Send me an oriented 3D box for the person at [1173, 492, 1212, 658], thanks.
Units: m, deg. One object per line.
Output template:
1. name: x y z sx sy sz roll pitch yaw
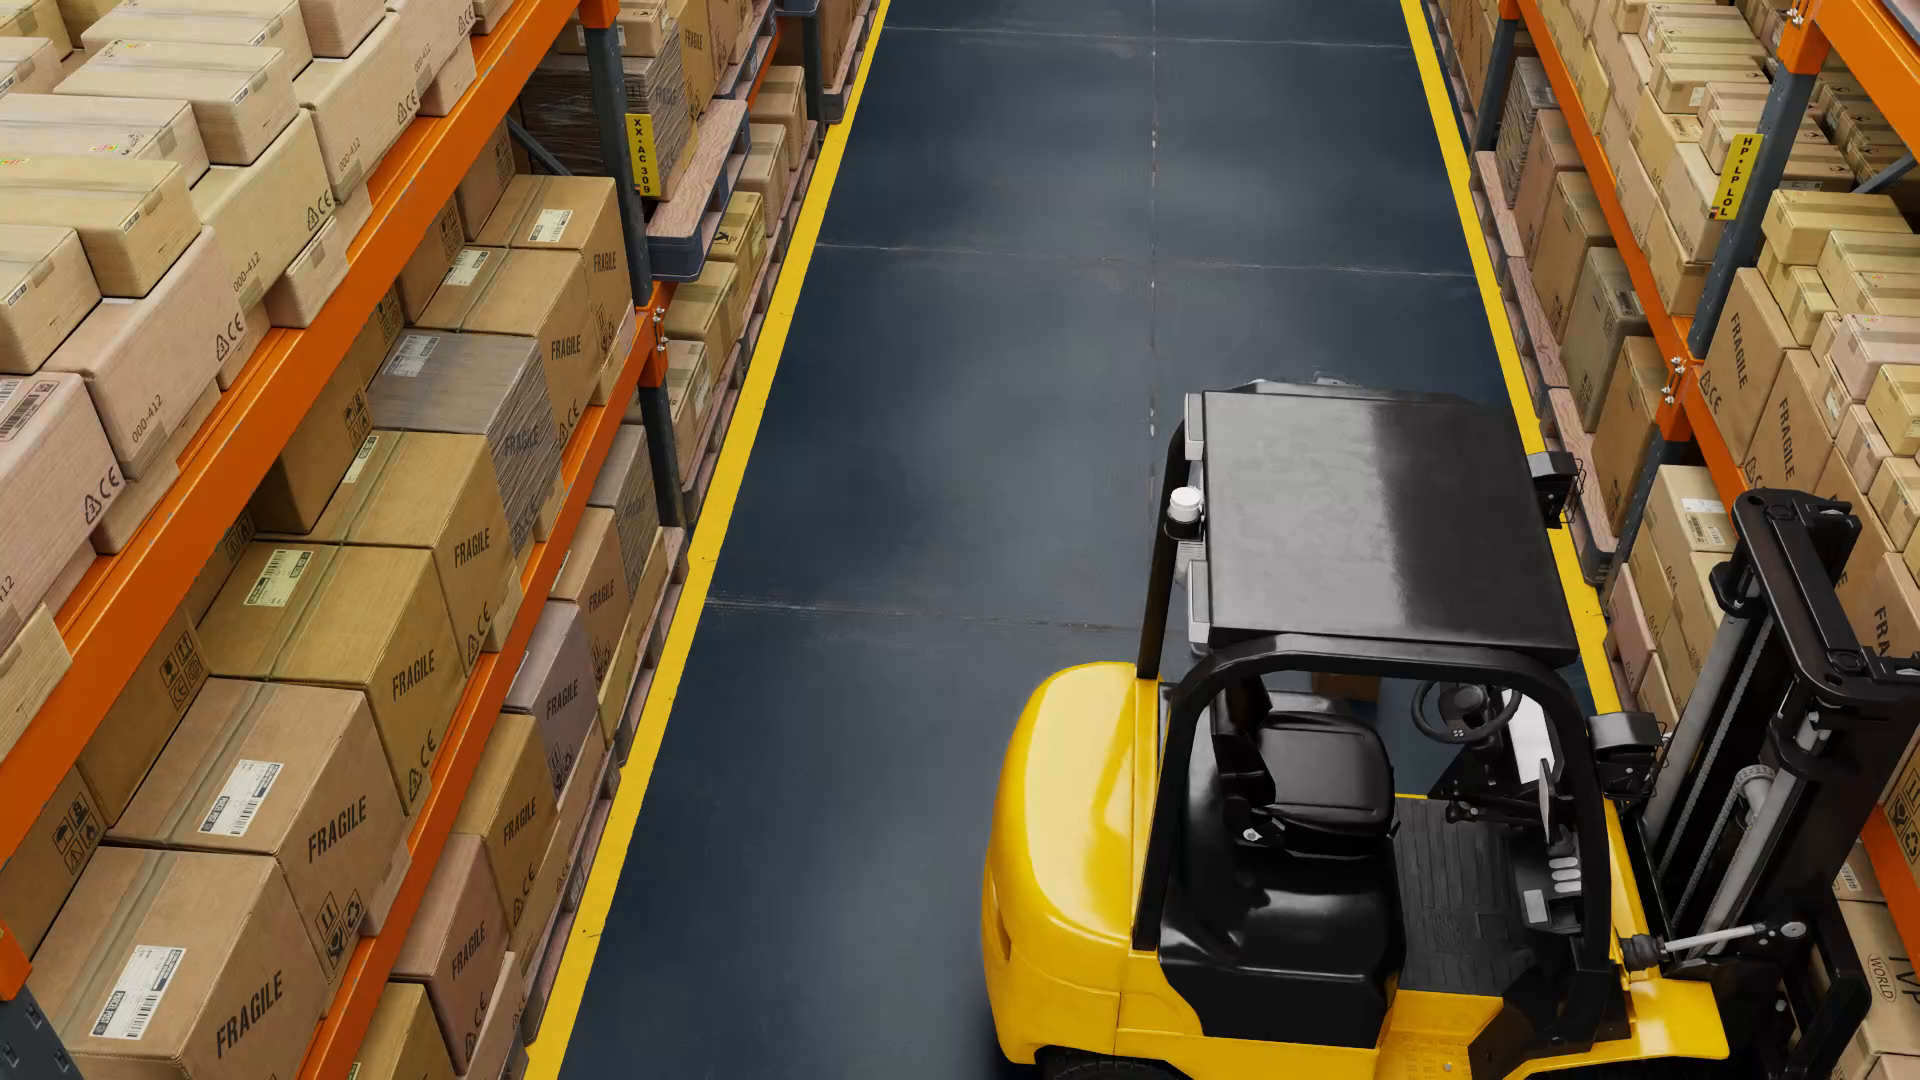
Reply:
1. person: 1.175 0.054 6.430 0.776 1.235 0.529 3 40 4
